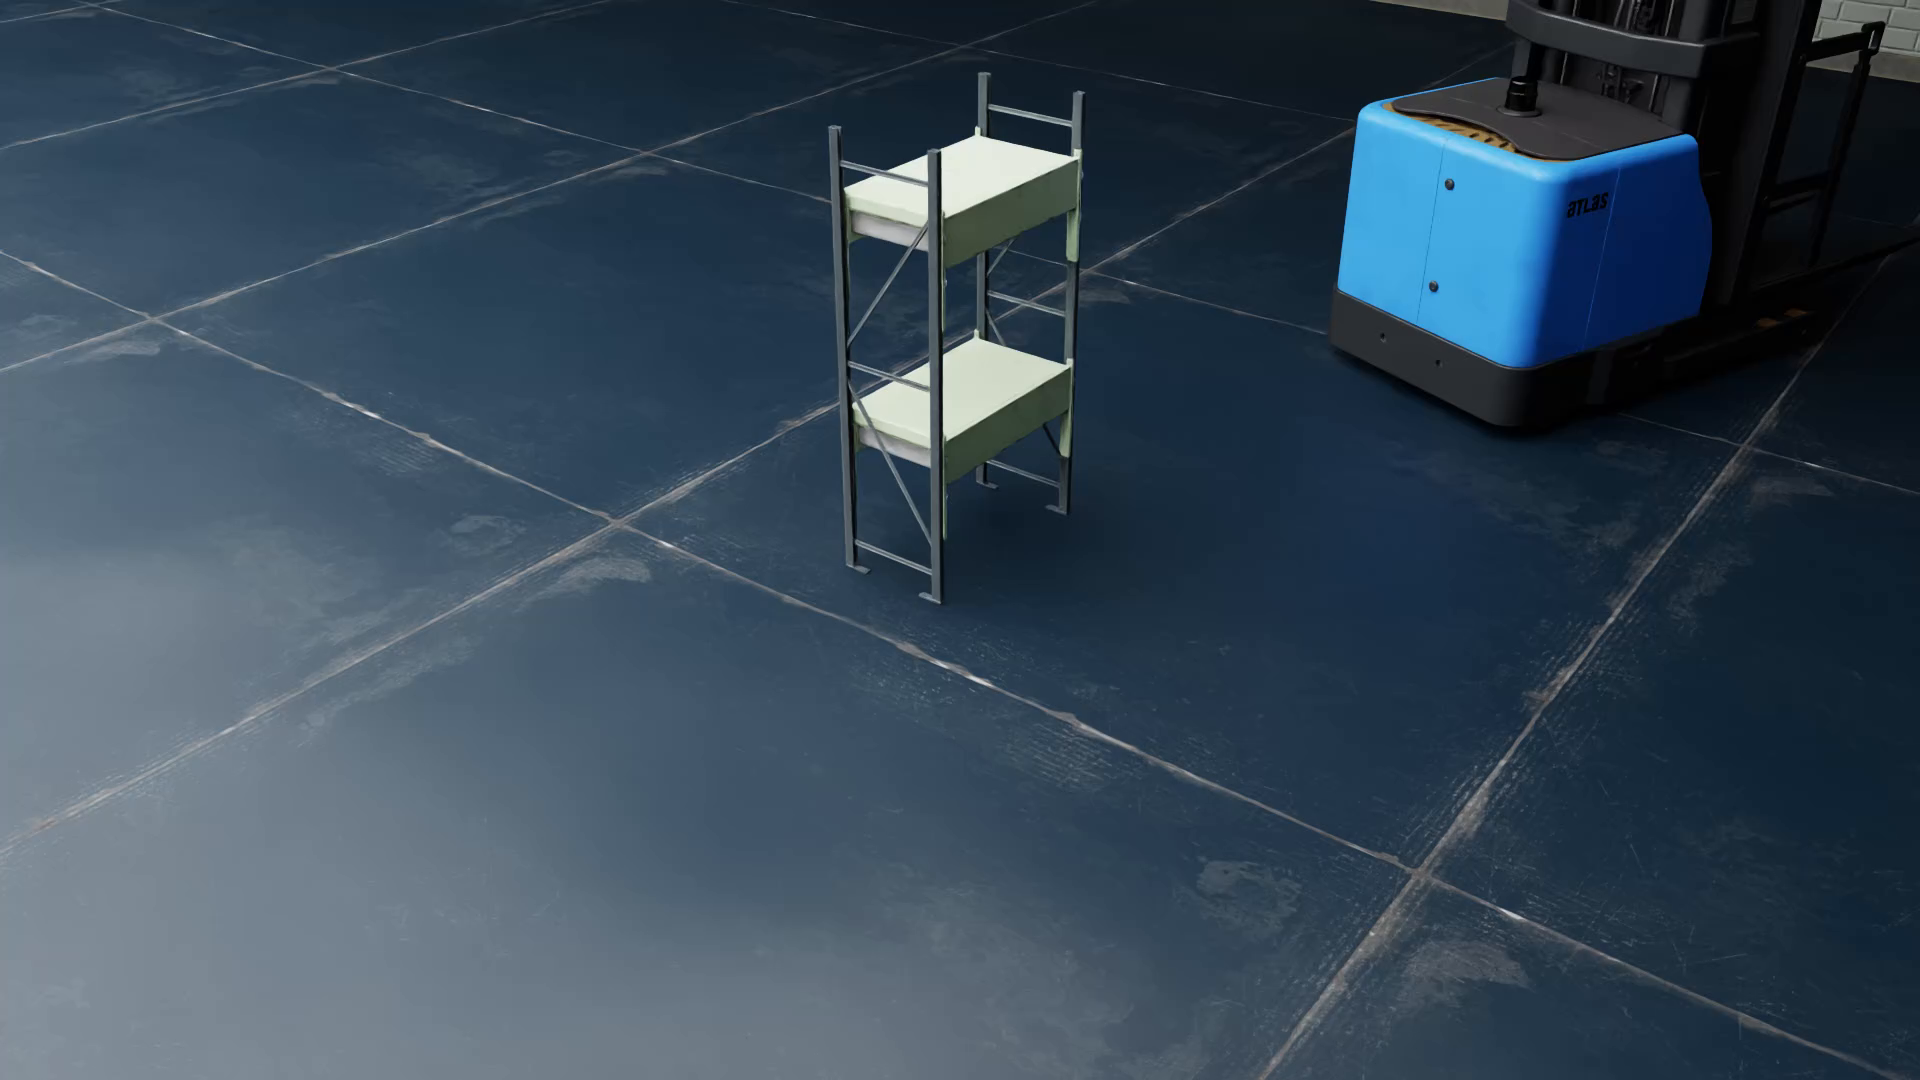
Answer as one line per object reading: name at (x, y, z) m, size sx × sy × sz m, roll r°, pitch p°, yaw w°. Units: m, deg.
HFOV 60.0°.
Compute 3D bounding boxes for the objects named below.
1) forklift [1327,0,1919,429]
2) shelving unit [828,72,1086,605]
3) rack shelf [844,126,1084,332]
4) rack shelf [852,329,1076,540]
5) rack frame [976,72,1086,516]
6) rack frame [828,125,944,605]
forklift at (3.076, -2.244, 6.662) m, size 3.031 × 2.935 × 1.130 m, roll -18°, pitch 35°, yaw -27°
shelving unit at (0.004, -0.648, 5.372) m, size 0.431 × 1.500 × 0.755 m, roll 21°, pitch 37°, yaw 31°
rack shelf at (0.004, -0.984, 5.173) m, size 0.431 × 0.370 × 0.720 m, roll 21°, pitch 37°, yaw 31°
rack shelf at (0.004, -0.367, 5.538) m, size 0.431 × 0.370 × 0.720 m, roll 21°, pitch 37°, yaw 31°
rack frame at (0.225, -0.797, 5.623) m, size 0.400 × 1.500 × 0.023 m, roll 21°, pitch 37°, yaw 31°
rack frame at (-0.217, -0.499, 5.121) m, size 0.400 × 1.500 × 0.023 m, roll 21°, pitch 37°, yaw 31°
